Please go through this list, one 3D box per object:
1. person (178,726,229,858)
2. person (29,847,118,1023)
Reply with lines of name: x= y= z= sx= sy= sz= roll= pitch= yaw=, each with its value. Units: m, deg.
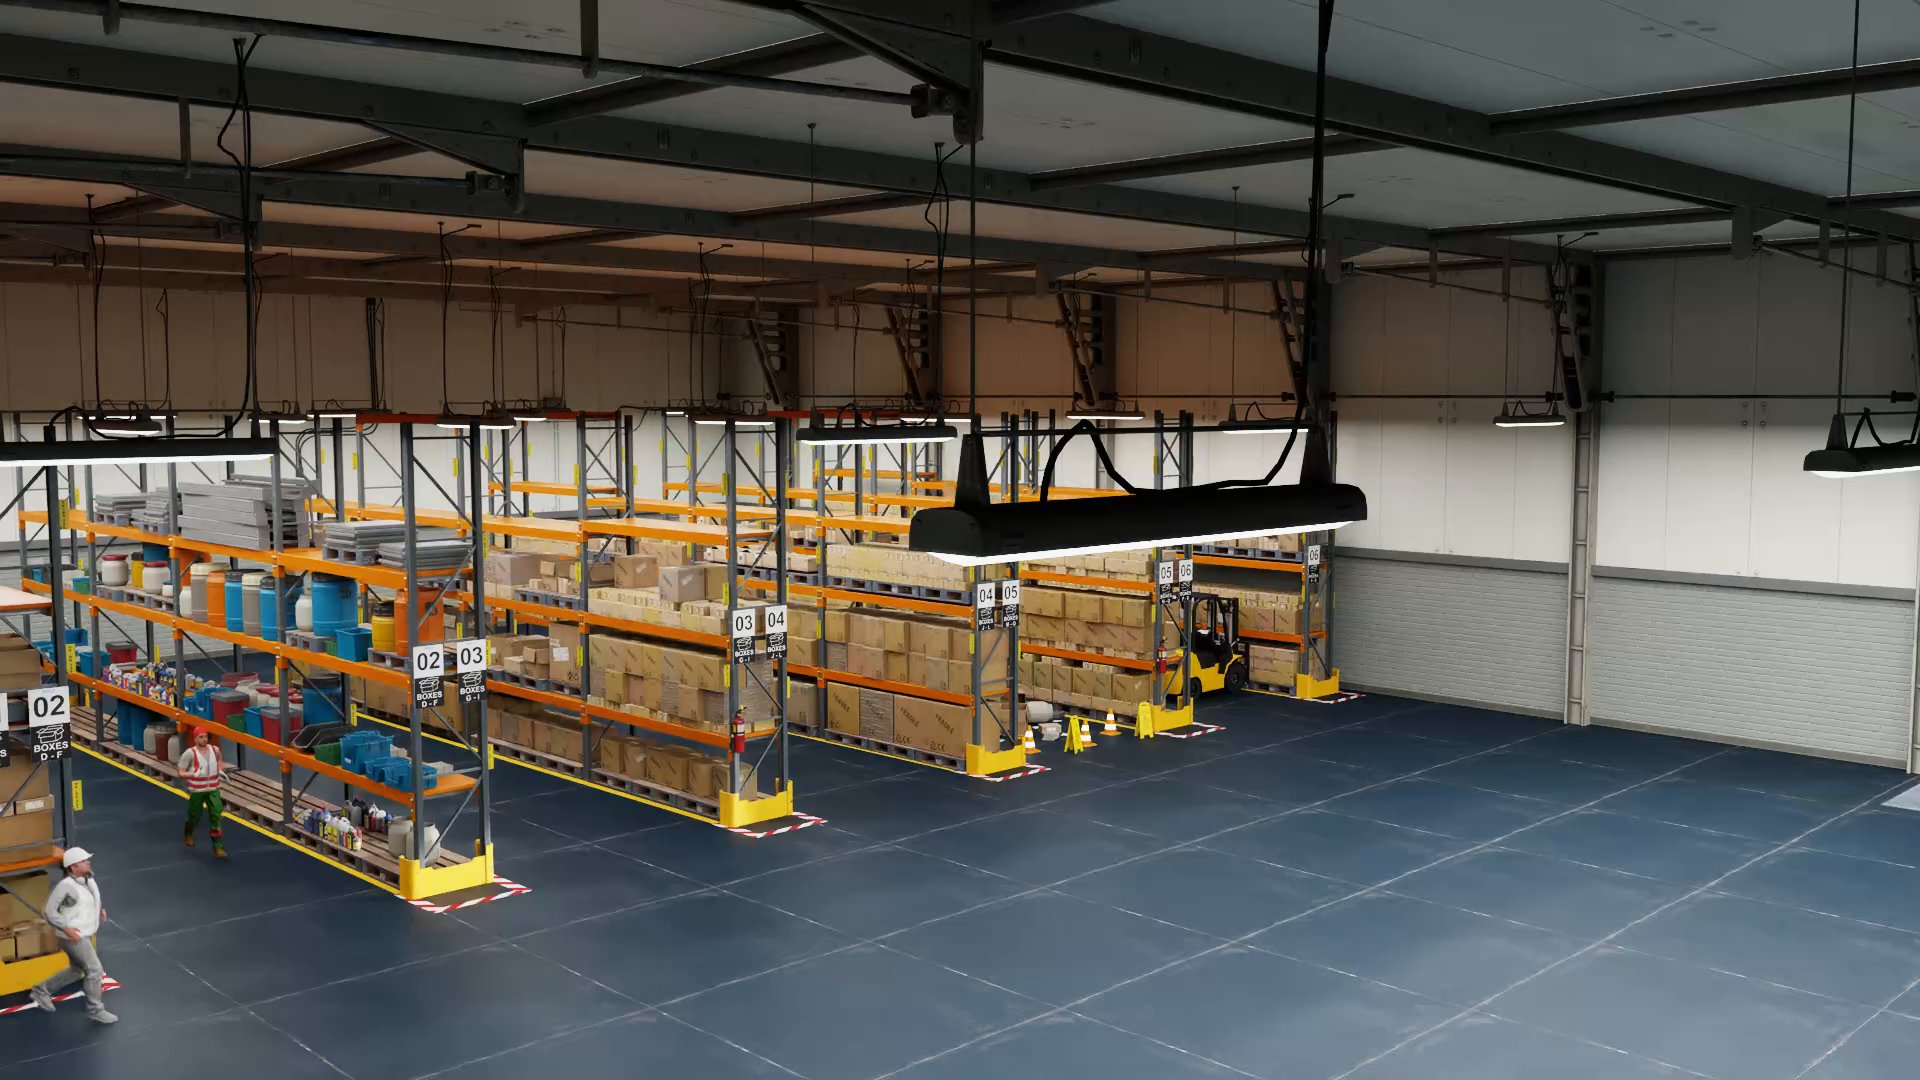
person: x=-10.389 y=3.435 z=22.841 sx=0.668 sy=1.765 sz=0.998 roll=-5 pitch=7 yaw=-45
person: x=-8.973 y=3.979 z=16.813 sx=0.869 sy=1.779 sz=0.672 roll=-1 pitch=5 yaw=-7
